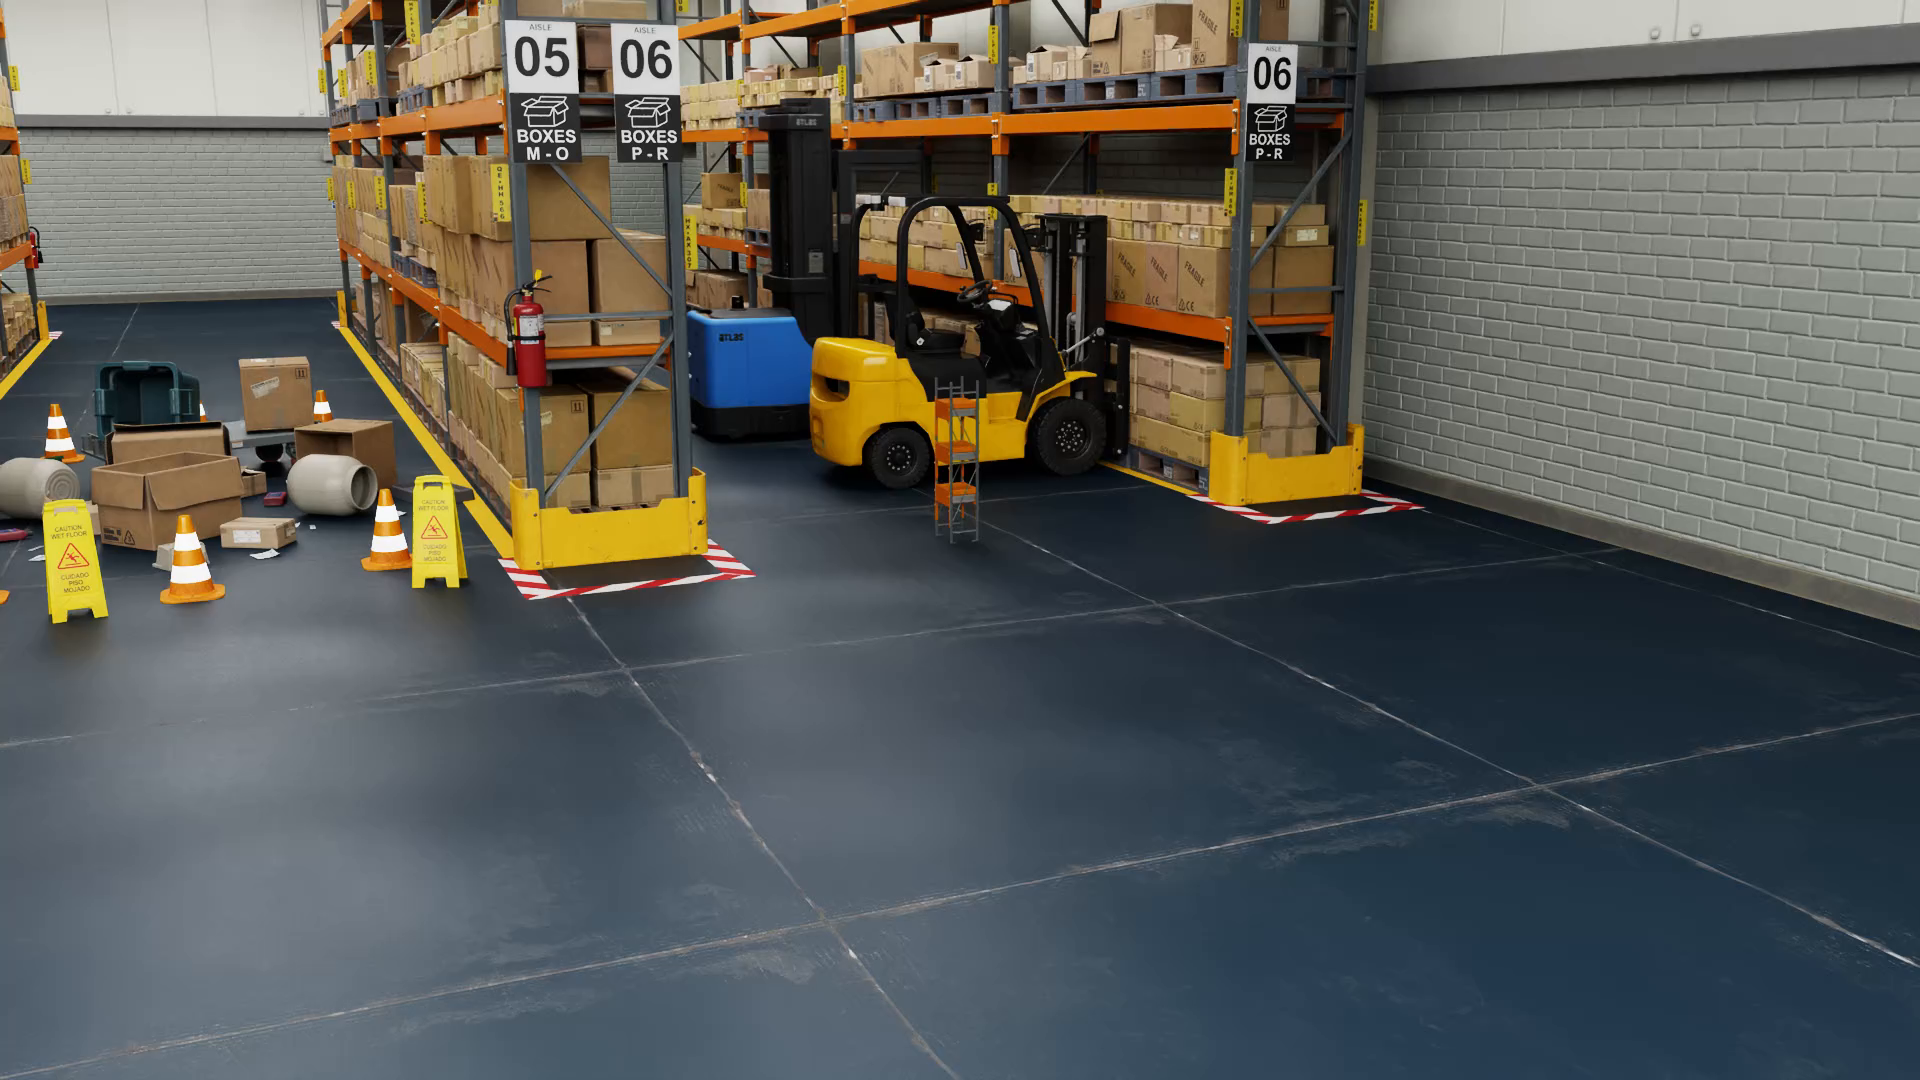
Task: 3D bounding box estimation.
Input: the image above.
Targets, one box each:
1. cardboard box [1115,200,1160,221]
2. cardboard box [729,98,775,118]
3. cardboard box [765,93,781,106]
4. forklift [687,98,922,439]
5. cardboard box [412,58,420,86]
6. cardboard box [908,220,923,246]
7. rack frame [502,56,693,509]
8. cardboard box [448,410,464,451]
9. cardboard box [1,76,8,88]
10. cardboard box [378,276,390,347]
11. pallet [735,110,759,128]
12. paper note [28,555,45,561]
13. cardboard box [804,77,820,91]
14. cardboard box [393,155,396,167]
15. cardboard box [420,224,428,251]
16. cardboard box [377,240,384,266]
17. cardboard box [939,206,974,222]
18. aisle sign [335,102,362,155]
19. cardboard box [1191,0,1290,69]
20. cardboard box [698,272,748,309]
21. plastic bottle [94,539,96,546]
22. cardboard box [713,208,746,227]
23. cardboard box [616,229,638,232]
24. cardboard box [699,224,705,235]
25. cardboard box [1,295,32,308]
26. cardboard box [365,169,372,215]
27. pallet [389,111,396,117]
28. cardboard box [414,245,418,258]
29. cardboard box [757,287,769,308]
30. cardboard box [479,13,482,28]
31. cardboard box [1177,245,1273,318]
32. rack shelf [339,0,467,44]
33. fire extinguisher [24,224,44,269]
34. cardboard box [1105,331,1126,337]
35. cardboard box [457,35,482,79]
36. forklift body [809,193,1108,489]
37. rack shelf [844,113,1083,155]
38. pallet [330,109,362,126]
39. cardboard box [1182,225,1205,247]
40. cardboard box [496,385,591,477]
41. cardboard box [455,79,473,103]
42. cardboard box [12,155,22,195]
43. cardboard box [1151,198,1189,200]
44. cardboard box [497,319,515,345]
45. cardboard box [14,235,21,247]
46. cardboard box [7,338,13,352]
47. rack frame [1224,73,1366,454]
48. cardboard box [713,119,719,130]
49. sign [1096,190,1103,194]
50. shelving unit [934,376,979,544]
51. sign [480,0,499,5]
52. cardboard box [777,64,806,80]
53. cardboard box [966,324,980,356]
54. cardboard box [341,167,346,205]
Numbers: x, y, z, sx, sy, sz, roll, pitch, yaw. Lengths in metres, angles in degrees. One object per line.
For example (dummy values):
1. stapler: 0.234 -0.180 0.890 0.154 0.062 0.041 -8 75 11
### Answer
1. cardboard box: 1.456 -2.613 13.189 0.380 0.149 0.250 -5 14 -22
2. cardboard box: -2.834 -5.884 22.659 0.500 0.250 0.500 -6 14 -23
3. cardboard box: -2.245 -5.557 20.980 0.380 0.149 0.250 -6 14 -24
4. forklift: -0.929 -2.488 15.120 3.031 2.935 1.130 -4 14 -19
5. cardboard box: -4.522 -4.082 14.605 0.500 0.250 0.500 -5 14 -22
6. cardboard box: -0.235 -3.187 17.212 0.500 0.250 0.500 -5 14 -22
7. rack frame: -2.151 -1.345 10.029 1.000 3.000 0.127 -6 14 -23
8. cardboard box: -3.765 -0.890 13.230 0.500 0.250 0.500 -6 14 -26
9. cardboard box: -12.653 -5.967 21.685 0.380 0.149 0.250 -6 14 -23
10. cardboard box: -6.637 -2.873 20.411 0.875 0.875 0.875 -5 14 -21
11. pallet: -2.215 -5.502 21.755 1.213 0.211 1.003 -6 14 -23
12. paper note: -5.702 0.102 10.367 0.144 0.017 0.142 -1 13 -4
13. cardboard box: -1.635 -5.435 19.836 0.380 0.149 0.250 -6 14 -24
14. cardboard box: -7.105 -4.865 21.361 0.380 0.149 0.250 -6 14 -24
15. cardboard box: -4.349 -2.747 14.272 0.500 0.500 0.500 -6 14 -23
16. cardboard box: -6.015 -3.110 17.987 0.500 0.250 0.500 -5 14 -22
17. cardboard box: 0.009 -3.245 16.577 0.380 0.149 0.250 -6 14 -24
18. aisle sign: -8.855 -5.906 23.969 0.394 0.787 0.004 -6 14 -23
19. cardboard box: 1.995 -3.627 11.861 0.500 0.500 0.500 -5 14 -21
20. cardboard box: -3.549 -3.771 25.125 0.700 0.500 0.500 -5 14 -21
21. plastic bottle: -5.675 0.008 10.702 0.133 0.061 0.283 -12 18 -42
22. cardboard box: -3.241 -4.635 23.916 0.500 0.250 0.500 -6 14 -23
23. cardboard box: -2.503 -1.873 11.430 0.500 0.500 0.500 -6 14 -24
24. cardboard box: -3.663 -4.614 24.710 0.380 0.149 0.250 -6 14 -25
25. cardboard box: -12.343 -3.103 21.694 0.380 0.149 0.250 -6 14 -24
26. cardboard box: -6.405 -3.930 18.761 0.500 0.500 0.500 -6 14 -24
27. pallet: -6.546 -5.007 19.625 0.805 0.209 1.217 -6 14 -25
28. cardboard box: -4.987 -2.772 15.822 0.380 0.149 0.250 -5 14 -20
29. cardboard box: -2.424 -3.140 22.396 0.500 0.500 0.500 -5 14 -21
30. cardboard box: -2.890 -3.332 10.749 0.380 0.149 0.250 -6 14 -23
31. cardboard box: 1.957 -1.921 12.295 0.500 0.500 0.500 -6 14 -24
32. rack shelf: -6.157 -5.788 18.405 1.077 0.370 4.000 -6 14 -23
33. fire extinguisher: -12.734 -4.057 22.745 0.296 0.674 0.183 -6 14 -23
34. cardboard box: 1.105 -1.636 14.235 0.500 0.250 0.500 -5 14 -21
35. cardboard box: -3.016 -3.170 10.936 0.500 0.250 0.500 -5 14 -21
36. forklift body: -0.036 -1.608 13.046 2.313 2.155 1.214 -6 14 -23
37. rack shelf: -0.008 -4.145 17.068 1.077 0.370 4.000 -6 14 -23
38. pallet: -8.254 -5.916 23.325 1.003 0.211 1.213 -6 14 -23
39. cardboard box: 1.870 -2.255 12.301 0.380 0.149 0.250 -5 14 -22
40. cardboard box: -2.711 -0.717 10.820 0.500 0.500 0.500 -6 14 -23
41. cardboard box: -3.207 -3.046 11.282 0.380 0.149 0.250 -6 14 -24
42. cardboard box: -12.644 -4.791 21.820 0.500 0.500 0.500 -6 14 -24
43. cardboard box: 1.754 -2.769 13.861 0.380 0.149 0.250 -5 14 -21
44. cardboard box: -2.700 -1.323 10.490 0.380 0.149 0.250 -6 14 -24
45. cardboard box: -12.363 -3.863 21.464 0.380 0.149 0.250 -5 14 -21
46. cardboard box: -11.305 -2.276 19.443 0.380 0.149 0.250 -6 14 -25
47. rack frame: 2.395 -1.794 11.969 1.000 3.000 0.127 -6 14 -23
48. cardboard box: -3.302 -5.928 23.733 0.380 0.149 0.250 -5 14 -22
49. sign: 1.301 -3.131 15.651 0.100 0.325 0.005 -6 14 -23
50. shelving unit: -0.021 -0.523 10.799 0.215 1.050 0.252 -6 14 -23
51. sign: -2.668 -3.192 9.392 0.100 0.325 0.005 -6 14 -23
52. cardboard box: -2.226 -6.155 21.986 0.396 0.266 0.258 -6 14 -24
53. cardboard box: 0.574 -1.775 16.222 0.875 0.625 0.625 -5 14 -20
54. cardboard box: -8.002 -4.747 22.288 0.500 0.500 0.500 -6 14 -23
